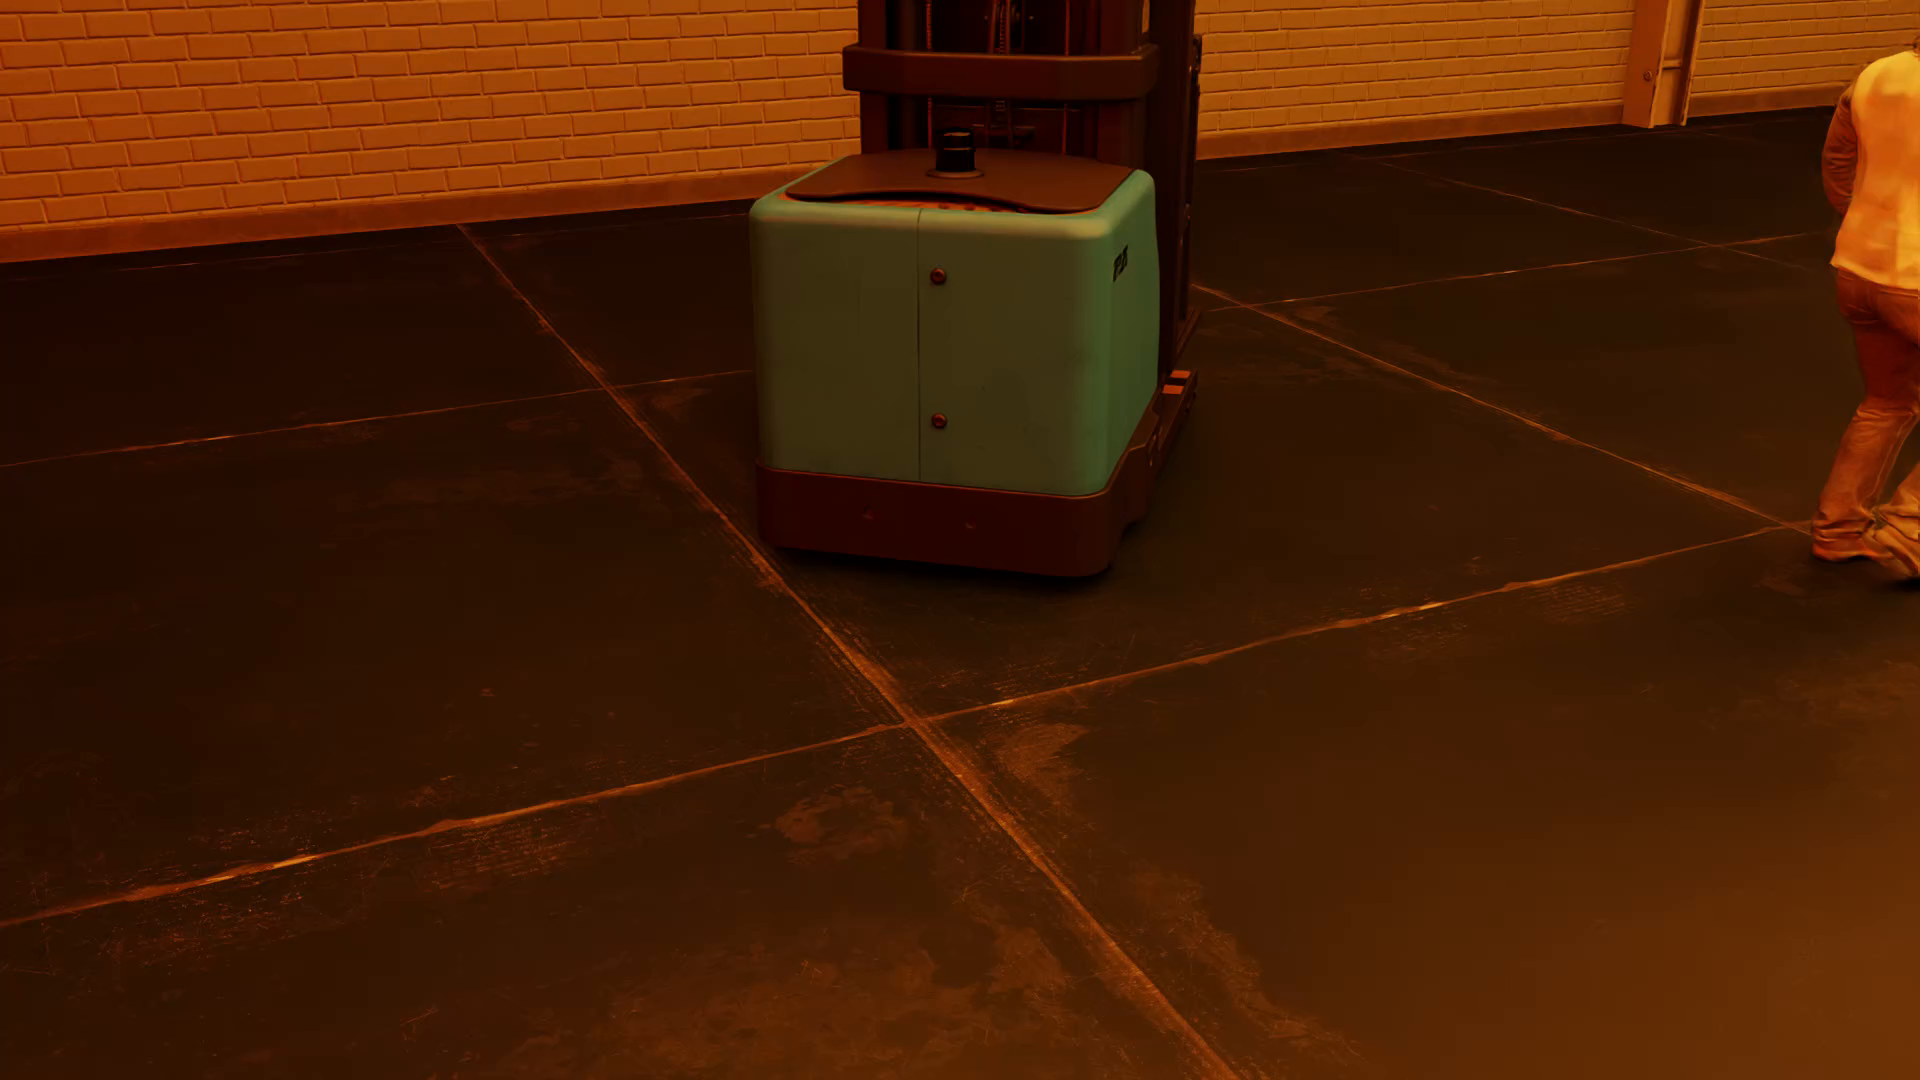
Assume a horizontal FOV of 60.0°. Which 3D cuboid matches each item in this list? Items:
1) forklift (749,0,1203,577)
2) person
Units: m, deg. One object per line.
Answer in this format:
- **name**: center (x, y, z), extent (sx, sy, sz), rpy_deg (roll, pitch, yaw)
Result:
- **forklift**: center (0.273, -1.785, 5.583), extent (1.130, 2.935, 3.031), rpy_deg (6, 23, 14)
- **person**: center (2.700, -0.746, 4.662), extent (0.498, 1.767, 0.805), rpy_deg (-4, 23, -9)
